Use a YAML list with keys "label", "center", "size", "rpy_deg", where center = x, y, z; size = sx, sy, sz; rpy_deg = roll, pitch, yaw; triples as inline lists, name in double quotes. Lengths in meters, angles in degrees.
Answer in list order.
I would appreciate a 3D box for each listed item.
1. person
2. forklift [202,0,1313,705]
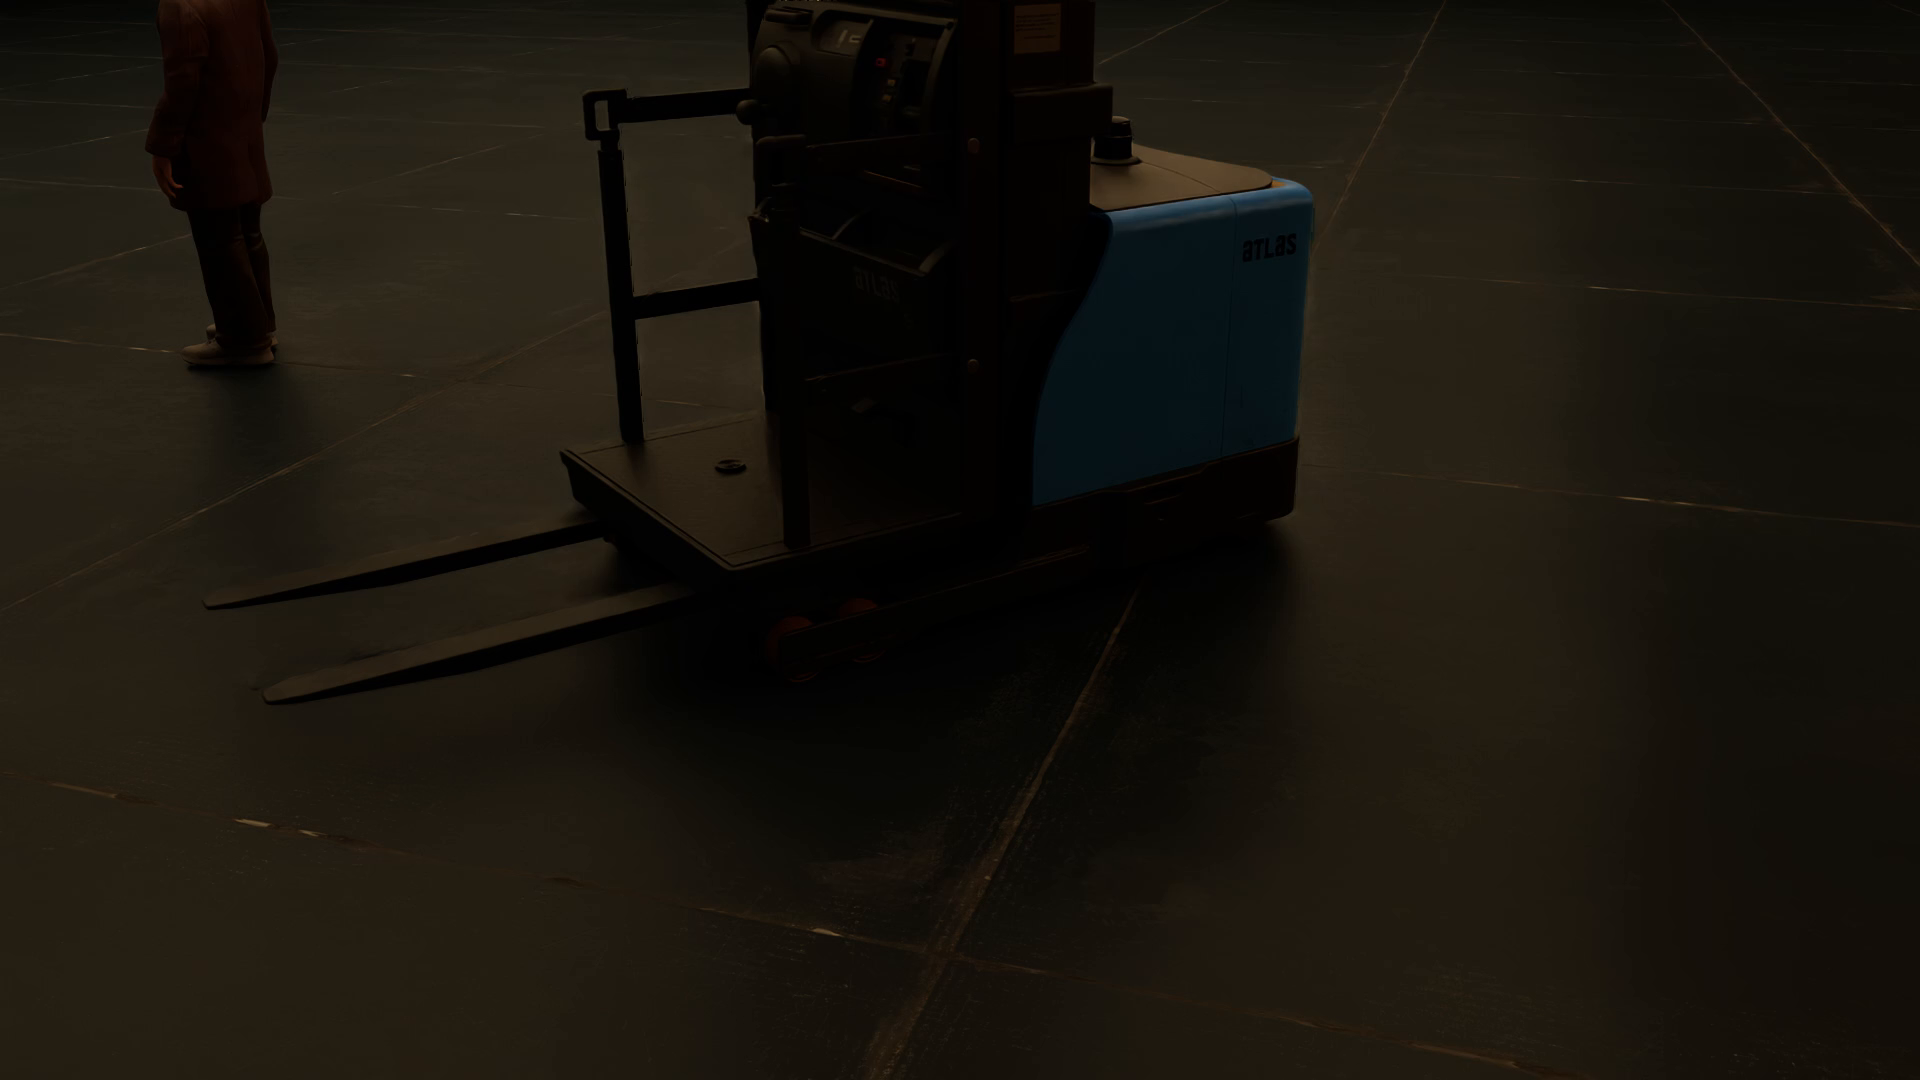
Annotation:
- label: "person"
  center: [-3.016, -1.563, 6.560]
  size: [0.582, 1.775, 0.684]
  rpy_deg: [4, 23, 10]
- label: "forklift"
  center: [-0.467, -1.220, 4.236]
  size: [3.031, 2.935, 1.130]
  rpy_deg: [-15, 27, -32]
